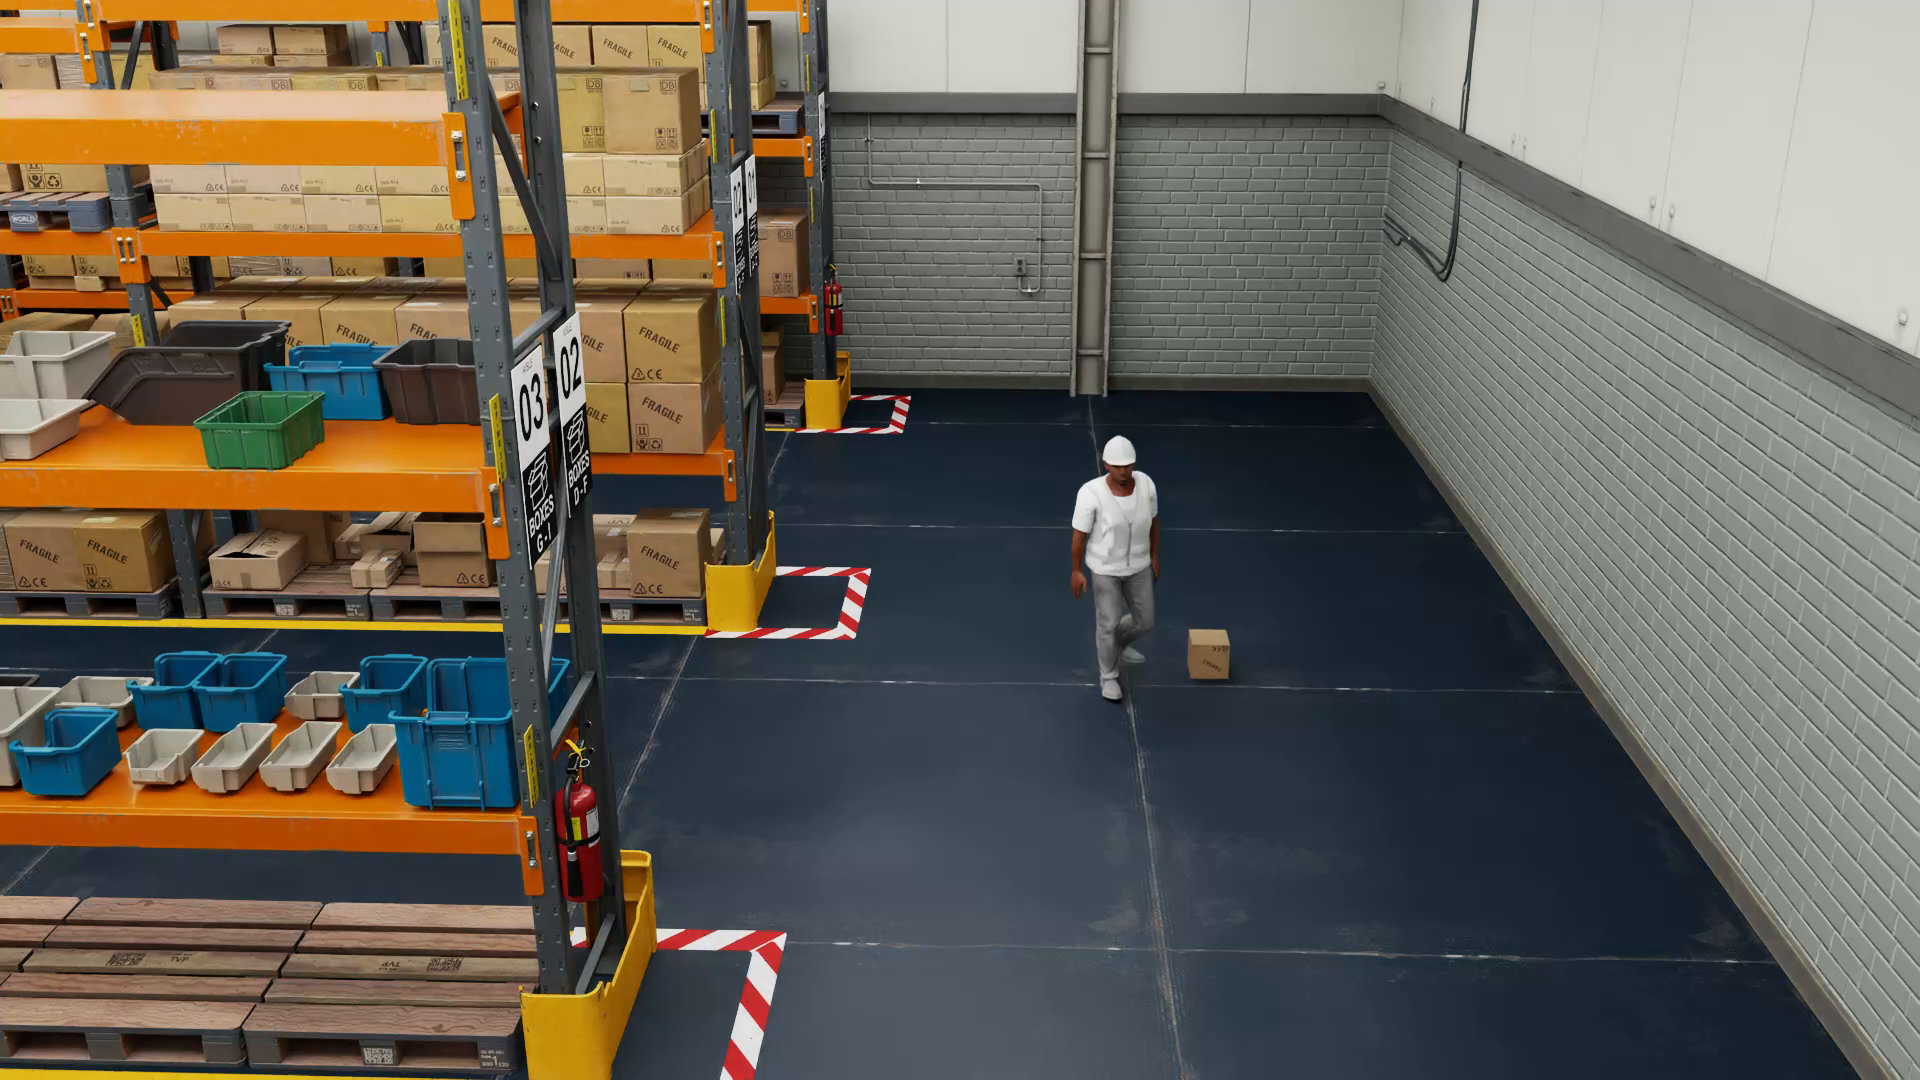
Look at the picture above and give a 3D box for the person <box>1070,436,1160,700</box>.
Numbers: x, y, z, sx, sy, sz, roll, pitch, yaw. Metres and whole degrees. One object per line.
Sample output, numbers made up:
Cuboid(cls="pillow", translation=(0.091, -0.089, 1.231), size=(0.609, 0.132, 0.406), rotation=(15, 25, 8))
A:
Cuboid(cls="person", translation=(0.990, 0.150, 10.646), size=(0.624, 1.762, 0.572), rotation=(-7, 22, -19))
